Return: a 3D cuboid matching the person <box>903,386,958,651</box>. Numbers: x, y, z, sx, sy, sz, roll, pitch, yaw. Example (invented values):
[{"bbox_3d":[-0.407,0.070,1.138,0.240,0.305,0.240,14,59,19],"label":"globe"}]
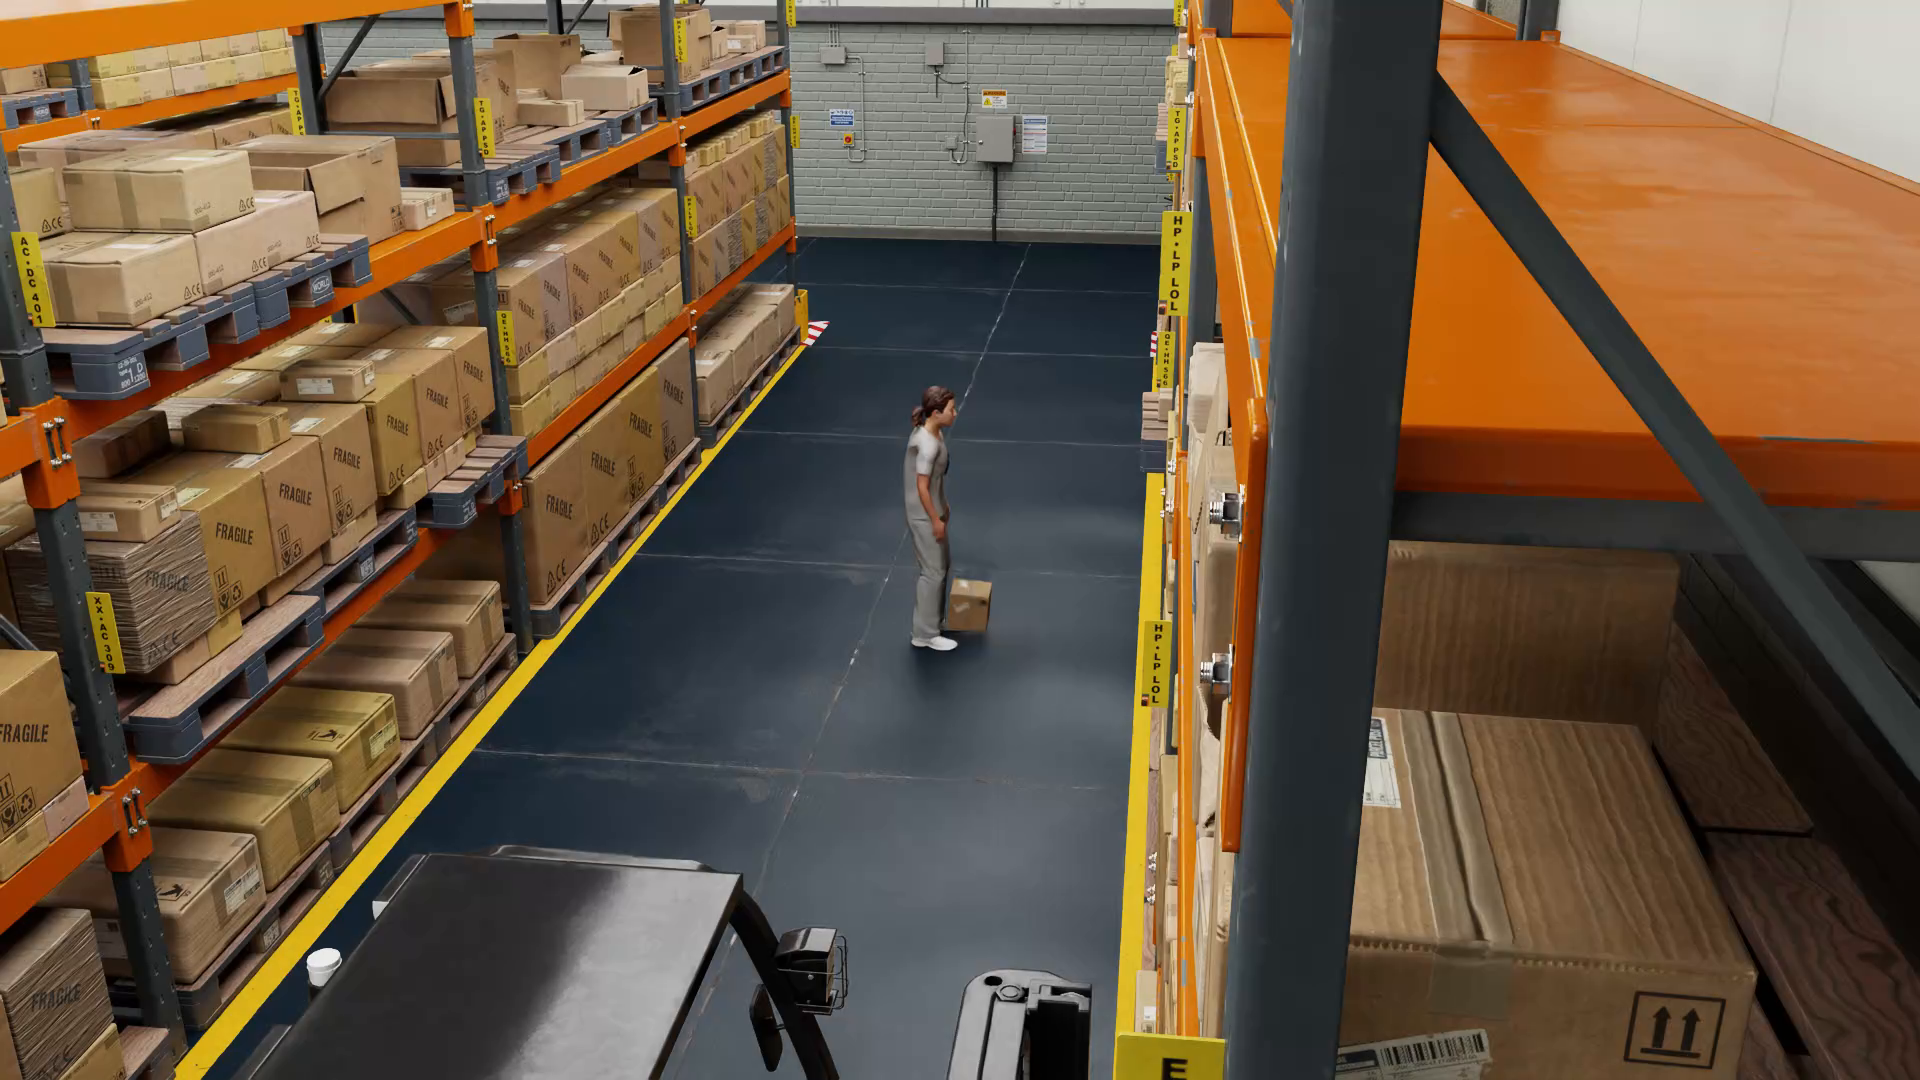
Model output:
[{"bbox_3d":[-0.173,-0.158,10.490,0.360,1.674,0.483,2,21,5],"label":"person"}]
